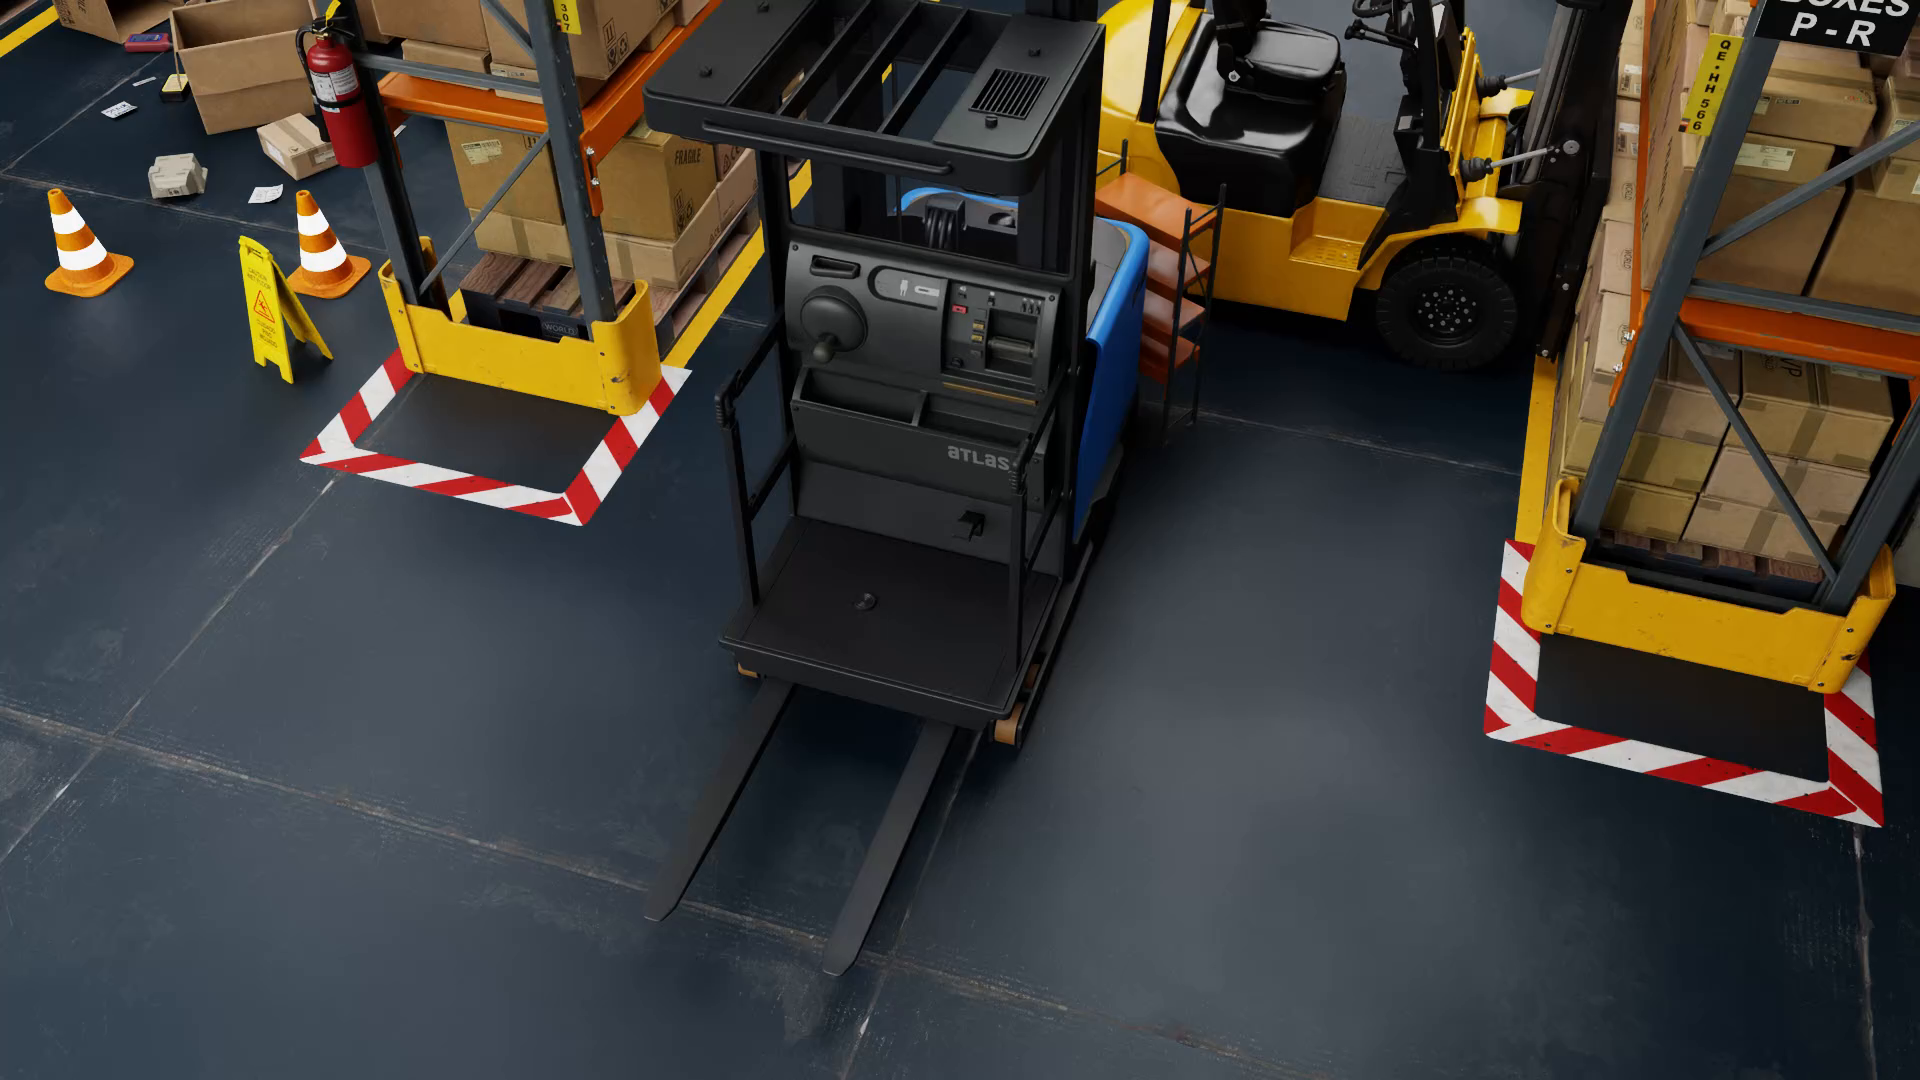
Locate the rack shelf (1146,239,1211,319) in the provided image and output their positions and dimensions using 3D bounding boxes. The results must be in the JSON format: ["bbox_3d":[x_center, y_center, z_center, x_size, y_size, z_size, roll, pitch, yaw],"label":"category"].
[{"bbox_3d":[0.767,-1.116,6.809,0.480,0.148,0.258,33,53,29],"label":"rack shelf"}]

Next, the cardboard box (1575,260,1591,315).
[{"bbox_3d":[2.922,-1.161,7.100,0.500,0.250,0.500,12,46,12],"label":"cardboard box"}]

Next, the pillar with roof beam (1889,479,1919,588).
[{"bbox_3d":[-0.259,-4.073,4.478,9.100,9.000,0.400,13,46,13],"label":"pillar with roof beam"}]

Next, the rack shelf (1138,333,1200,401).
[{"bbox_3d":[0.767,-0.815,7.105,0.480,0.148,0.258,33,53,29],"label":"rack shelf"}]

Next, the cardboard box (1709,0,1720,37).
[{"bbox_3d":[2.884,-1.801,5.911,0.380,0.149,0.250,12,46,12],"label":"cardboard box"}]

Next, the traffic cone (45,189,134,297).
[{"bbox_3d":[-4.218,-1.454,7.905,0.336,0.463,0.334,13,46,13],"label":"traffic cone"}]

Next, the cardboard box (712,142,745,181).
[{"bbox_3d":[-1.289,-2.072,7.853,0.500,0.500,0.500,11,45,11],"label":"cardboard box"}]

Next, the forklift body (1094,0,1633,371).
[{"bbox_3d":[1.609,-2.091,7.349,2.313,2.155,1.214,13,46,13],"label":"forklift body"}]

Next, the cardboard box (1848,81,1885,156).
[{"bbox_3d":[3.138,-1.360,5.460,0.380,0.149,0.250,13,46,13],"label":"cardboard box"}]

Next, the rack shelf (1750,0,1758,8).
[{"bbox_3d":[3.379,-2.892,5.930,1.077,0.370,4.000,13,46,13],"label":"rack shelf"}]

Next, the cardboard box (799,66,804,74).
[{"bbox_3d":[-0.976,-2.763,8.559,0.500,0.500,0.500,15,46,15],"label":"cardboard box"}]

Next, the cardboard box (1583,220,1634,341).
[{"bbox_3d":[2.765,-0.983,6.561,0.500,0.250,0.500,13,46,13],"label":"cardboard box"}]

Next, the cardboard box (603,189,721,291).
[{"bbox_3d":[-1.450,-1.439,7.742,0.500,0.250,0.500,12,46,12],"label":"cardboard box"}]

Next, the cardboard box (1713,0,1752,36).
[{"bbox_3d":[2.780,-1.752,5.648,0.380,0.149,0.250,13,46,13],"label":"cardboard box"}]

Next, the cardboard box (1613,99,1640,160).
[{"bbox_3d":[3.069,-1.658,7.250,0.500,0.250,0.500,12,46,12],"label":"cardboard box"}]

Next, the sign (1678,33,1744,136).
[{"bbox_3d":[2.261,-1.366,5.004,0.100,0.325,0.005,13,46,13],"label":"sign"}]

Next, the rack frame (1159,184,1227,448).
[{"bbox_3d":[0.946,-0.888,6.800,0.015,1.200,0.240,33,53,29],"label":"rack frame"}]

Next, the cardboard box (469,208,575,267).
[{"bbox_3d":[-1.962,-1.572,7.877,0.500,0.250,0.500,12,46,12],"label":"cardboard box"}]

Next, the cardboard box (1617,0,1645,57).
[{"bbox_3d":[3.375,-2.340,7.947,0.500,0.250,0.500,13,46,13],"label":"cardboard box"}]

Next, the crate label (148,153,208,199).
[{"bbox_3d":[-4.039,-1.875,8.568,0.250,0.136,0.298,-9,45,-9],"label":"crate label"}]

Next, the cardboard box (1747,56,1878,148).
[{"bbox_3d":[2.681,-1.401,5.289,0.380,0.149,0.250,13,46,13],"label":"cardboard box"}]

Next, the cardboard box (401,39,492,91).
[{"bbox_3d":[-2.049,-1.997,6.826,0.380,0.149,0.250,14,46,14],"label":"cardboard box"}]

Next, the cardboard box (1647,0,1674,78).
[{"bbox_3d":[3.135,-2.186,6.768,0.500,0.500,0.500,13,46,13],"label":"cardboard box"}]

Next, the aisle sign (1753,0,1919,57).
[{"bbox_3d":[2.474,-1.691,4.475,0.394,0.787,0.004,13,46,13],"label":"aisle sign"}]

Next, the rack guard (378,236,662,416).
[{"bbox_3d":[-1.935,-0.950,7.363,1.175,0.500,0.348,13,46,13],"label":"rack guard"}]

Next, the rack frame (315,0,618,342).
[{"bbox_3d":[-1.958,-1.793,6.437,1.000,3.000,0.127,13,46,13],"label":"rack frame"}]

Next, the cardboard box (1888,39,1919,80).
[{"bbox_3d":[3.219,-1.460,5.350,0.380,0.149,0.250,14,46,14],"label":"cardboard box"}]

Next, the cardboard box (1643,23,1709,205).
[{"bbox_3d":[2.839,-1.507,6.074,0.500,0.500,0.500,14,46,14],"label":"cardboard box"}]

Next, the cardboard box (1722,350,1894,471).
[{"bbox_3d":[3.100,-0.549,6.117,0.500,0.250,0.500,12,46,12],"label":"cardboard box"}]

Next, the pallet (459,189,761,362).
[{"bbox_3d":[-1.655,-1.381,8.010,1.003,0.211,1.213,13,46,13],"label":"pallet"}]

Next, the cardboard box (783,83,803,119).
[{"bbox_3d":[-1.135,-2.144,8.462,0.500,0.250,0.500,15,46,15],"label":"cardboard box"}]

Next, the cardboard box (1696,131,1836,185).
[{"bbox_3d":[2.612,-1.302,5.400,0.380,0.149,0.250,13,46,13],"label":"cardboard box"}]

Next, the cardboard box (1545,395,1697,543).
[{"bbox_3d":[2.615,-0.291,6.569,0.500,0.250,0.500,13,46,13],"label":"cardboard box"}]

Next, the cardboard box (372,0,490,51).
[{"bbox_3d":[-2.056,-2.355,6.727,0.500,0.500,0.500,12,46,12],"label":"cardboard box"}]

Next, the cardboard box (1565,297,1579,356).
[{"bbox_3d":[2.935,-0.952,7.244,0.500,0.250,0.500,13,46,13],"label":"cardboard box"}]

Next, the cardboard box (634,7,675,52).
[{"bbox_3d":[-1.437,-2.216,7.050,0.380,0.149,0.250,11,45,11],"label":"cardboard box"}]

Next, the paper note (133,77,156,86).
[{"bbox_3d":[-4.605,-2.589,9.389,0.123,0.001,0.032,-33,53,-29],"label":"paper note"}]

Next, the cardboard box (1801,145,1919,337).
[{"bbox_3d":[3.188,-1.051,5.608,0.500,0.500,0.500,14,46,14],"label":"cardboard box"}]

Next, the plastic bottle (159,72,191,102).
[{"bbox_3d":[-4.377,-2.552,9.314,0.133,0.061,0.283,-2,44,-2],"label":"plastic bottle"}]

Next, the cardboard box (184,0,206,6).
[{"bbox_3d":[-4.260,-2.927,9.551,0.396,0.266,0.258,20,48,19],"label":"cardboard box"}]

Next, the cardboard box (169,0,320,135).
[{"bbox_3d":[-3.839,-2.607,9.055,0.797,0.503,0.637,-16,47,-16],"label":"cardboard box"}]

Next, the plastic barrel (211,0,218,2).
[{"bbox_3d":[-4.376,-3.438,9.961,0.421,0.421,0.512,-24,49,-22],"label":"plastic barrel"}]

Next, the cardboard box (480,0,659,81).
[{"bbox_3d":[-1.550,-2.192,6.561,0.500,0.500,0.500,12,46,12],"label":"cardboard box"}]

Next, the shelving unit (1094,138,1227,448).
[{"bbox_3d":[0.767,-1.005,6.919,0.503,1.200,0.258,33,53,29],"label":"shelving unit"}]

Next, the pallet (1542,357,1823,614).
[{"bbox_3d":[2.965,-0.266,6.870,1.003,0.211,1.213,13,46,13],"label":"pallet"}]

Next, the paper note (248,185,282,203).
[{"bbox_3d":[-3.569,-1.783,8.550,0.148,0.019,0.142,-2,44,-2],"label":"paper note"}]

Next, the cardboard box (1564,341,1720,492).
[{"bbox_3d":[2.623,-0.480,6.404,0.500,0.250,0.500,12,46,12],"label":"cardboard box"}]

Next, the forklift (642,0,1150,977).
[{"bbox_3d":[-0.199,-0.634,5.302,1.130,2.935,3.031,13,46,13],"label":"forklift"}]
